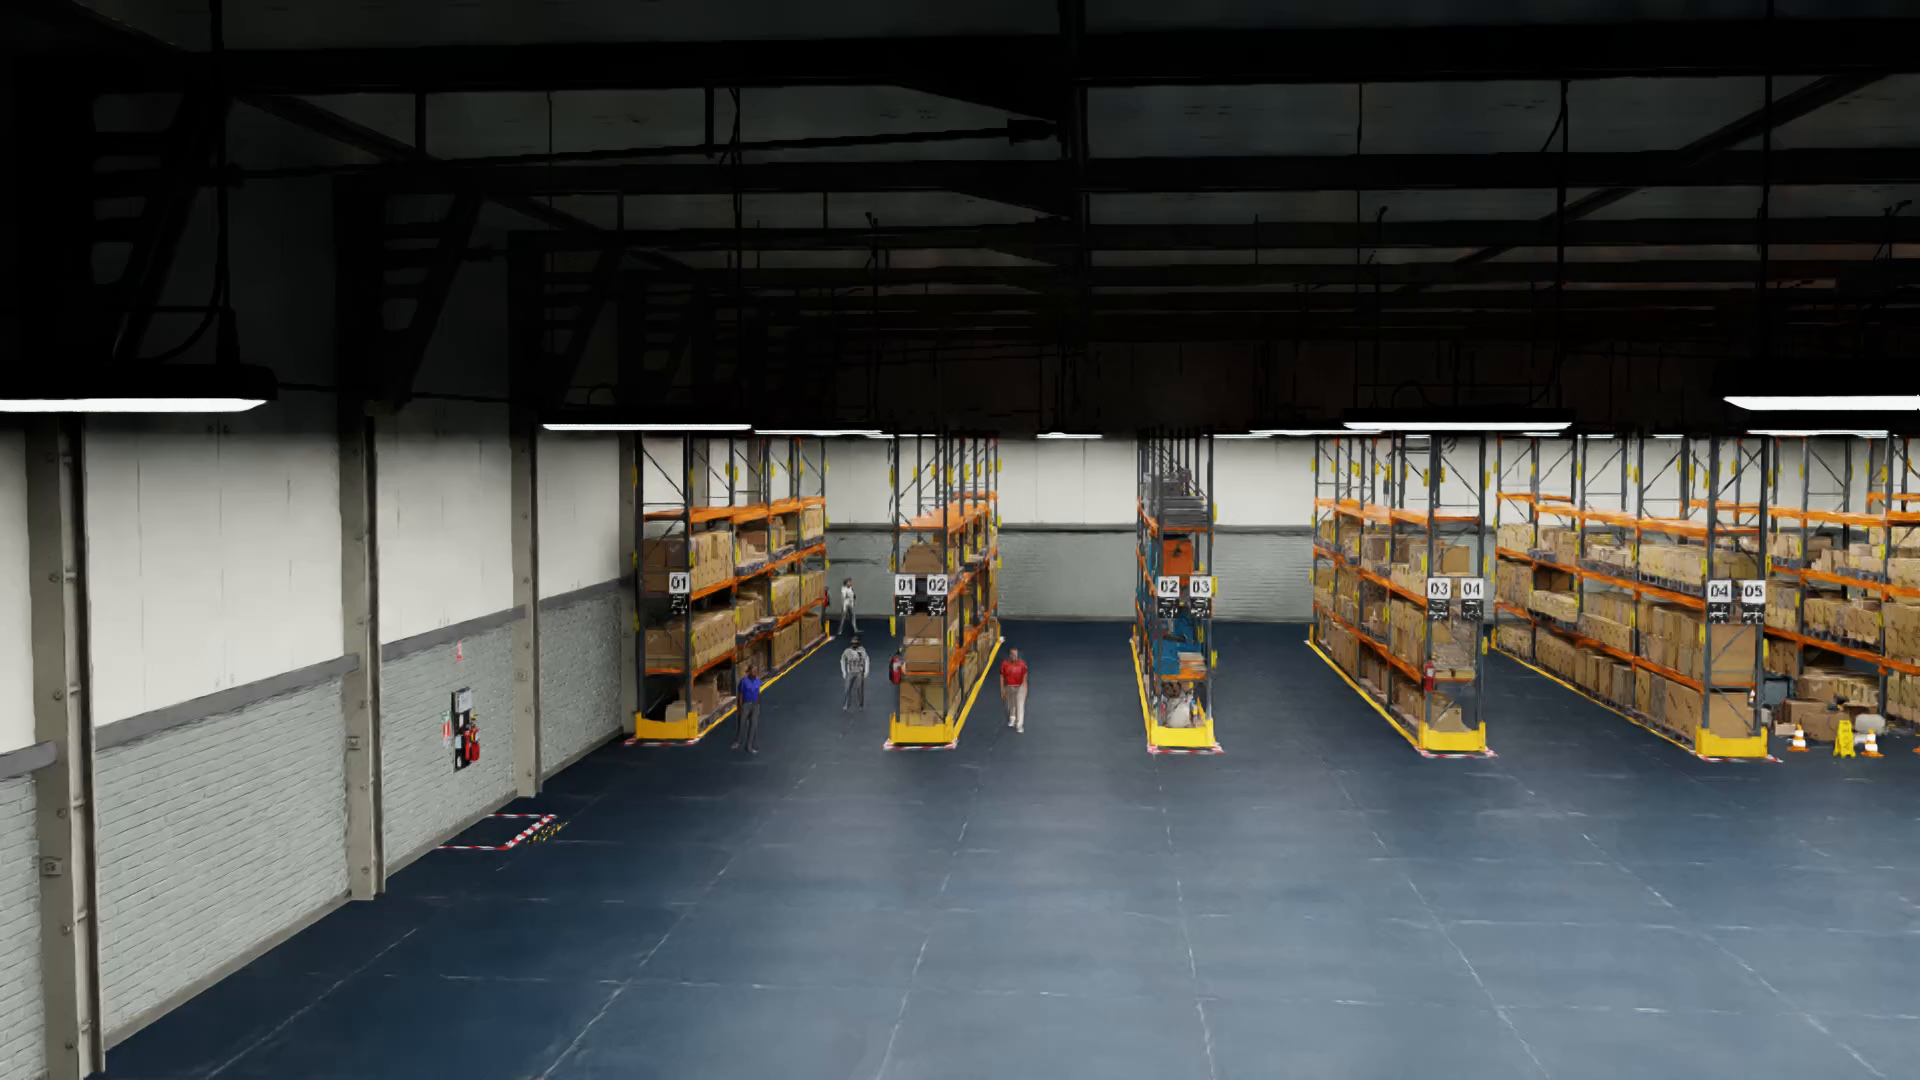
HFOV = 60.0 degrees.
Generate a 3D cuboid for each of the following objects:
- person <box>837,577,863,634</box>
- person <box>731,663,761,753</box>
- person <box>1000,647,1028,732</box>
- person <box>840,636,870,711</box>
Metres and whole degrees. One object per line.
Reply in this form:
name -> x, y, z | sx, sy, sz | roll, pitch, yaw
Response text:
person -> -3.287, 1.925, 49.138 | 0.550, 1.672, 0.685 | 3, 5, 41
person -> -3.931, 3.068, 30.548 | 0.517, 1.646, 0.528 | -2, 4, -32
person -> 1.047, 2.918, 32.686 | 0.542, 1.645, 1.126 | 0, 3, 8
person -> -2.212, 2.806, 35.086 | 0.637, 1.632, 0.512 | 0, 3, 2
